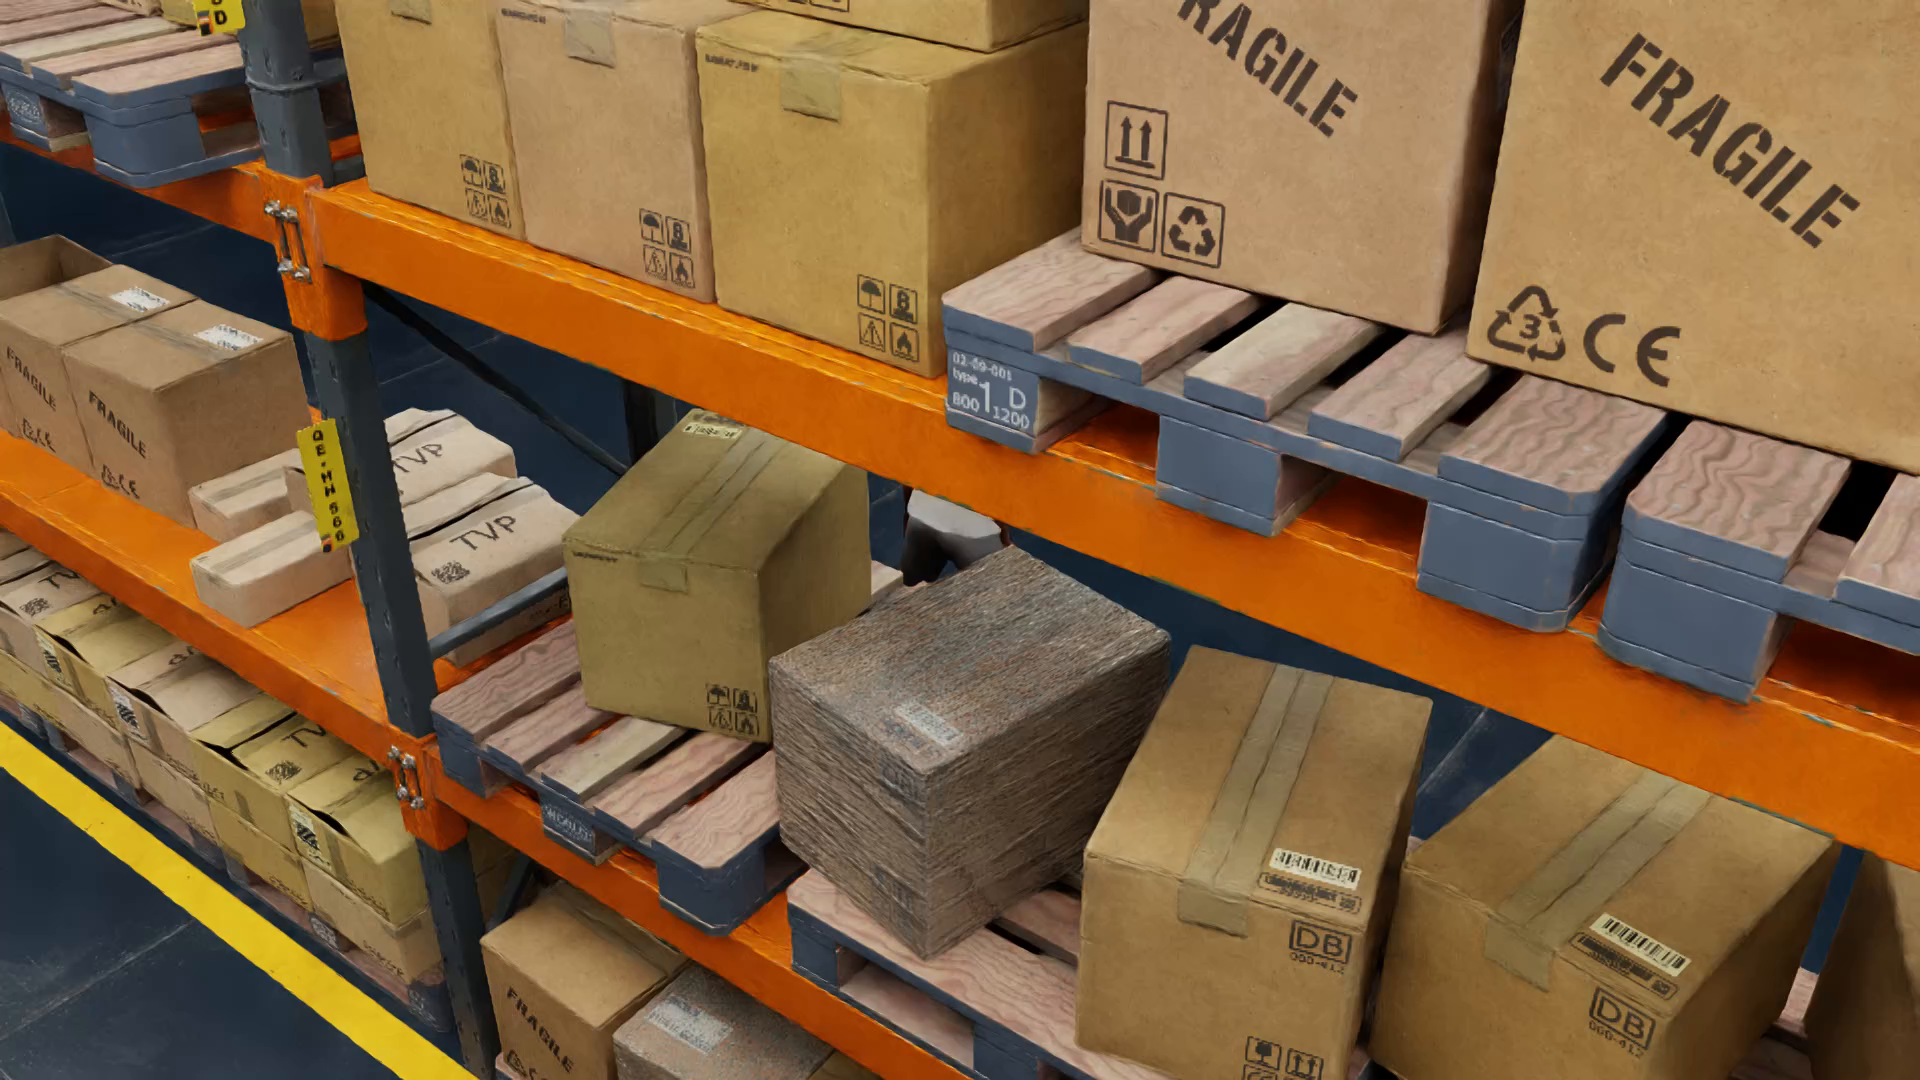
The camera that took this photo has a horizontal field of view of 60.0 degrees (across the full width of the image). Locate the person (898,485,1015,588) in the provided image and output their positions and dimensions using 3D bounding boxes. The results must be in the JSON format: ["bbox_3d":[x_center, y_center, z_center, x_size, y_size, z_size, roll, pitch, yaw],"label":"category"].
[{"bbox_3d":[-0.032,-0.061,6.243,0.580,1.670,0.562,26,40,36],"label":"person"}]
